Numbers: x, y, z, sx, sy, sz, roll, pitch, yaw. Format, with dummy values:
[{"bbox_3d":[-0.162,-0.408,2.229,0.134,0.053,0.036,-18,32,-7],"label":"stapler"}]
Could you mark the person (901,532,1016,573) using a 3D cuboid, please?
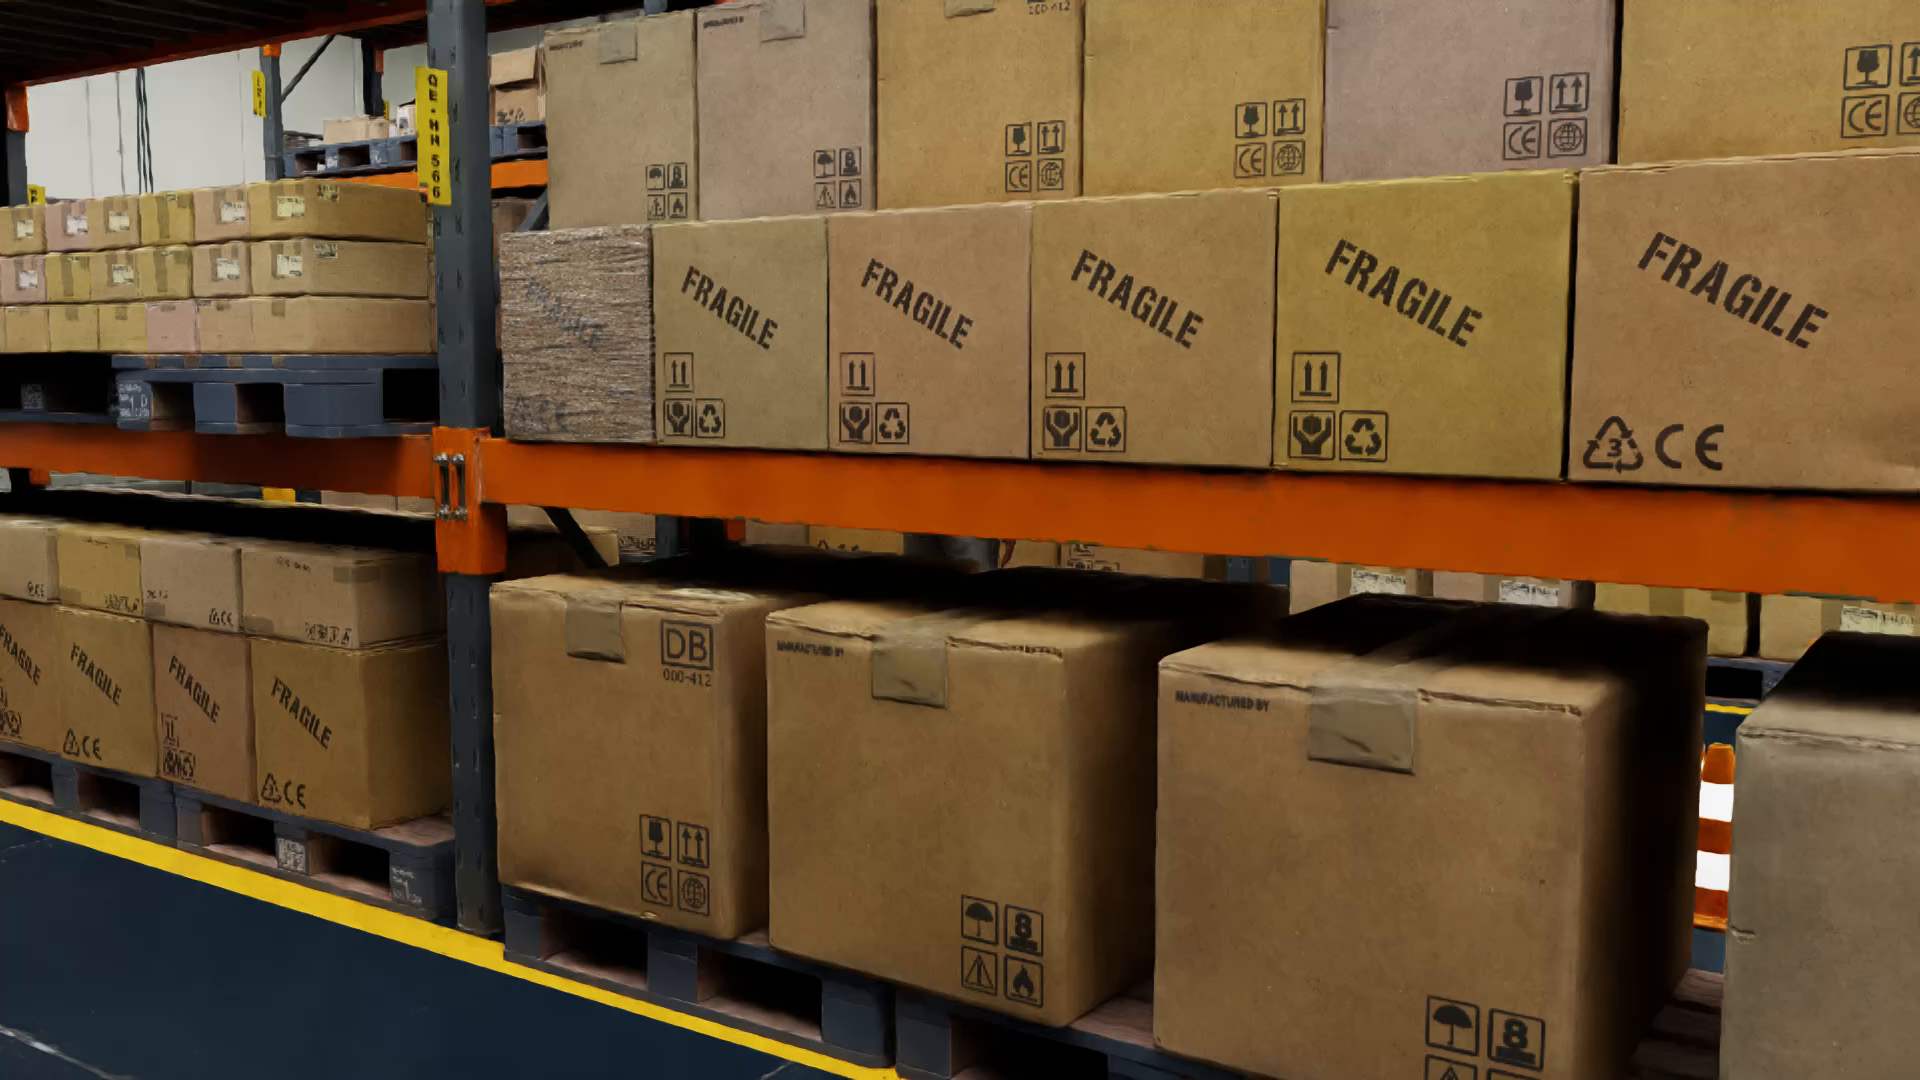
[{"bbox_3d":[-0.023,-0.103,6.399,0.613,1.771,0.388,4,7,31],"label":"person"}]
